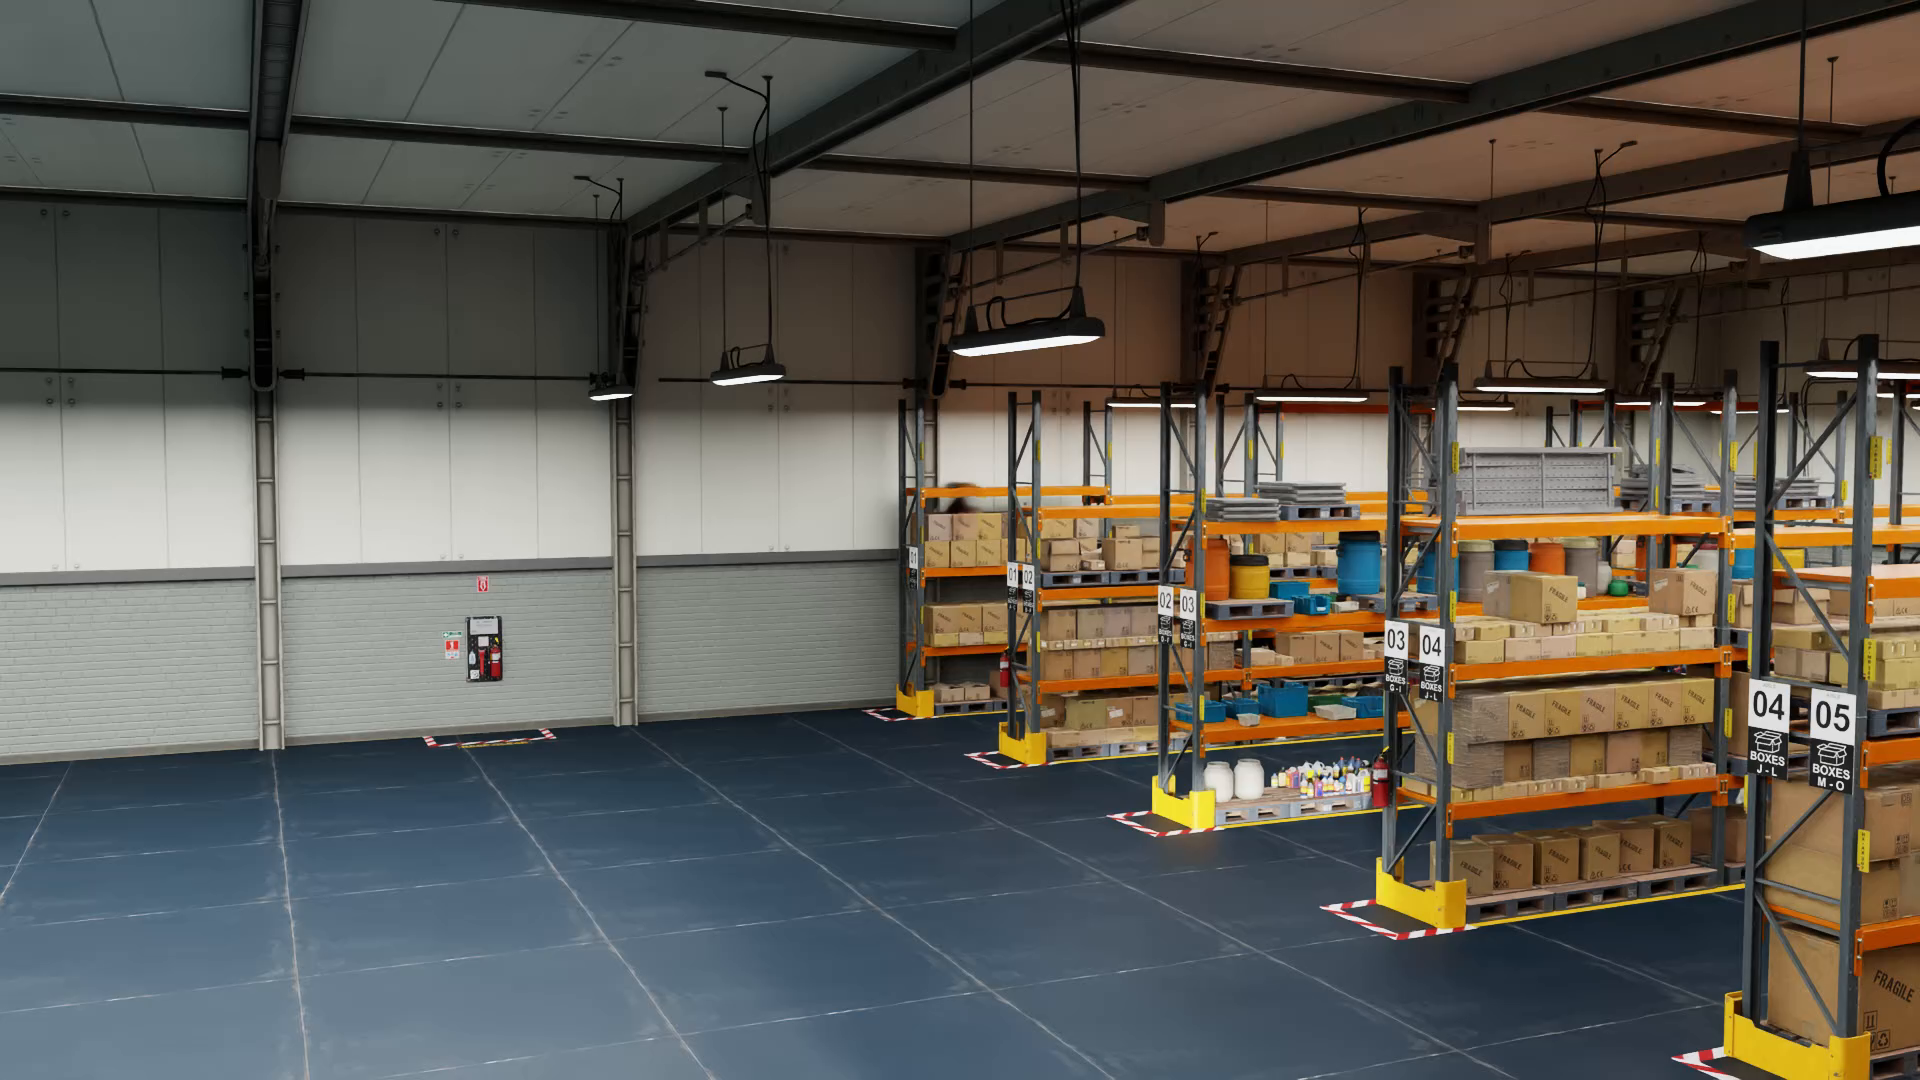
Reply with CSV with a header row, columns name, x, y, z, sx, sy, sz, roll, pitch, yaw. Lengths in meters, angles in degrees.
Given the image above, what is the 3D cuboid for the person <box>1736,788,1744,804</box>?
name,x,y,z,sx,sy,sz,roll,pitch,yaw
person,10.558,2.961,22.374,0.994,1.749,0.653,-1,4,-24
